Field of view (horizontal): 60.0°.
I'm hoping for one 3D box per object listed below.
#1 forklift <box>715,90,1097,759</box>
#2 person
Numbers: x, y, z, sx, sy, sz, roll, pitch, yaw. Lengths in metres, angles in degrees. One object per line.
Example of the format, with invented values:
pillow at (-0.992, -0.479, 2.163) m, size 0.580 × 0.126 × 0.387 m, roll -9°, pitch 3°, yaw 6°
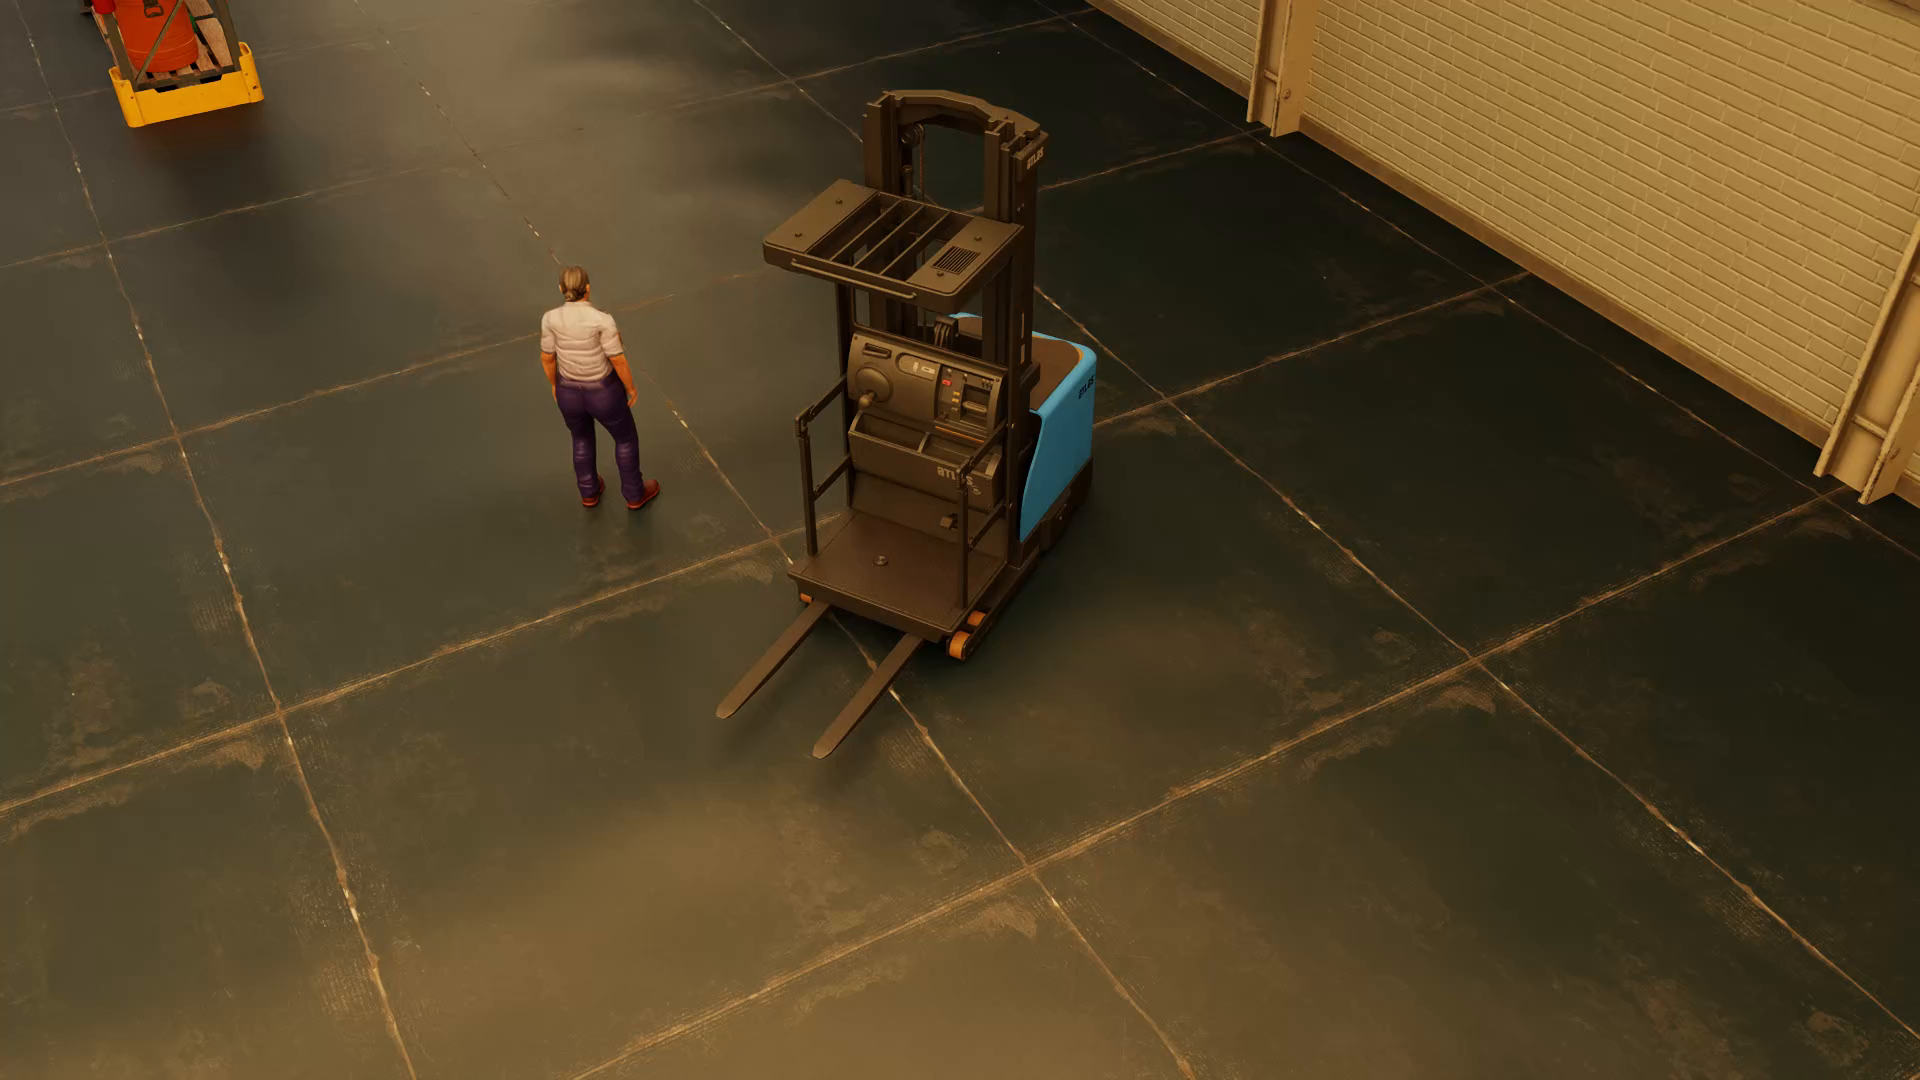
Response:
forklift at (-0.297, -0.774, 8.969) m, size 1.130 × 2.935 × 3.031 m, roll 19°, pitch 43°, yaw 21°
person at (-2.229, -0.903, 10.129) m, size 0.562 × 1.652 × 0.366 m, roll 5°, pitch 40°, yaw 6°
